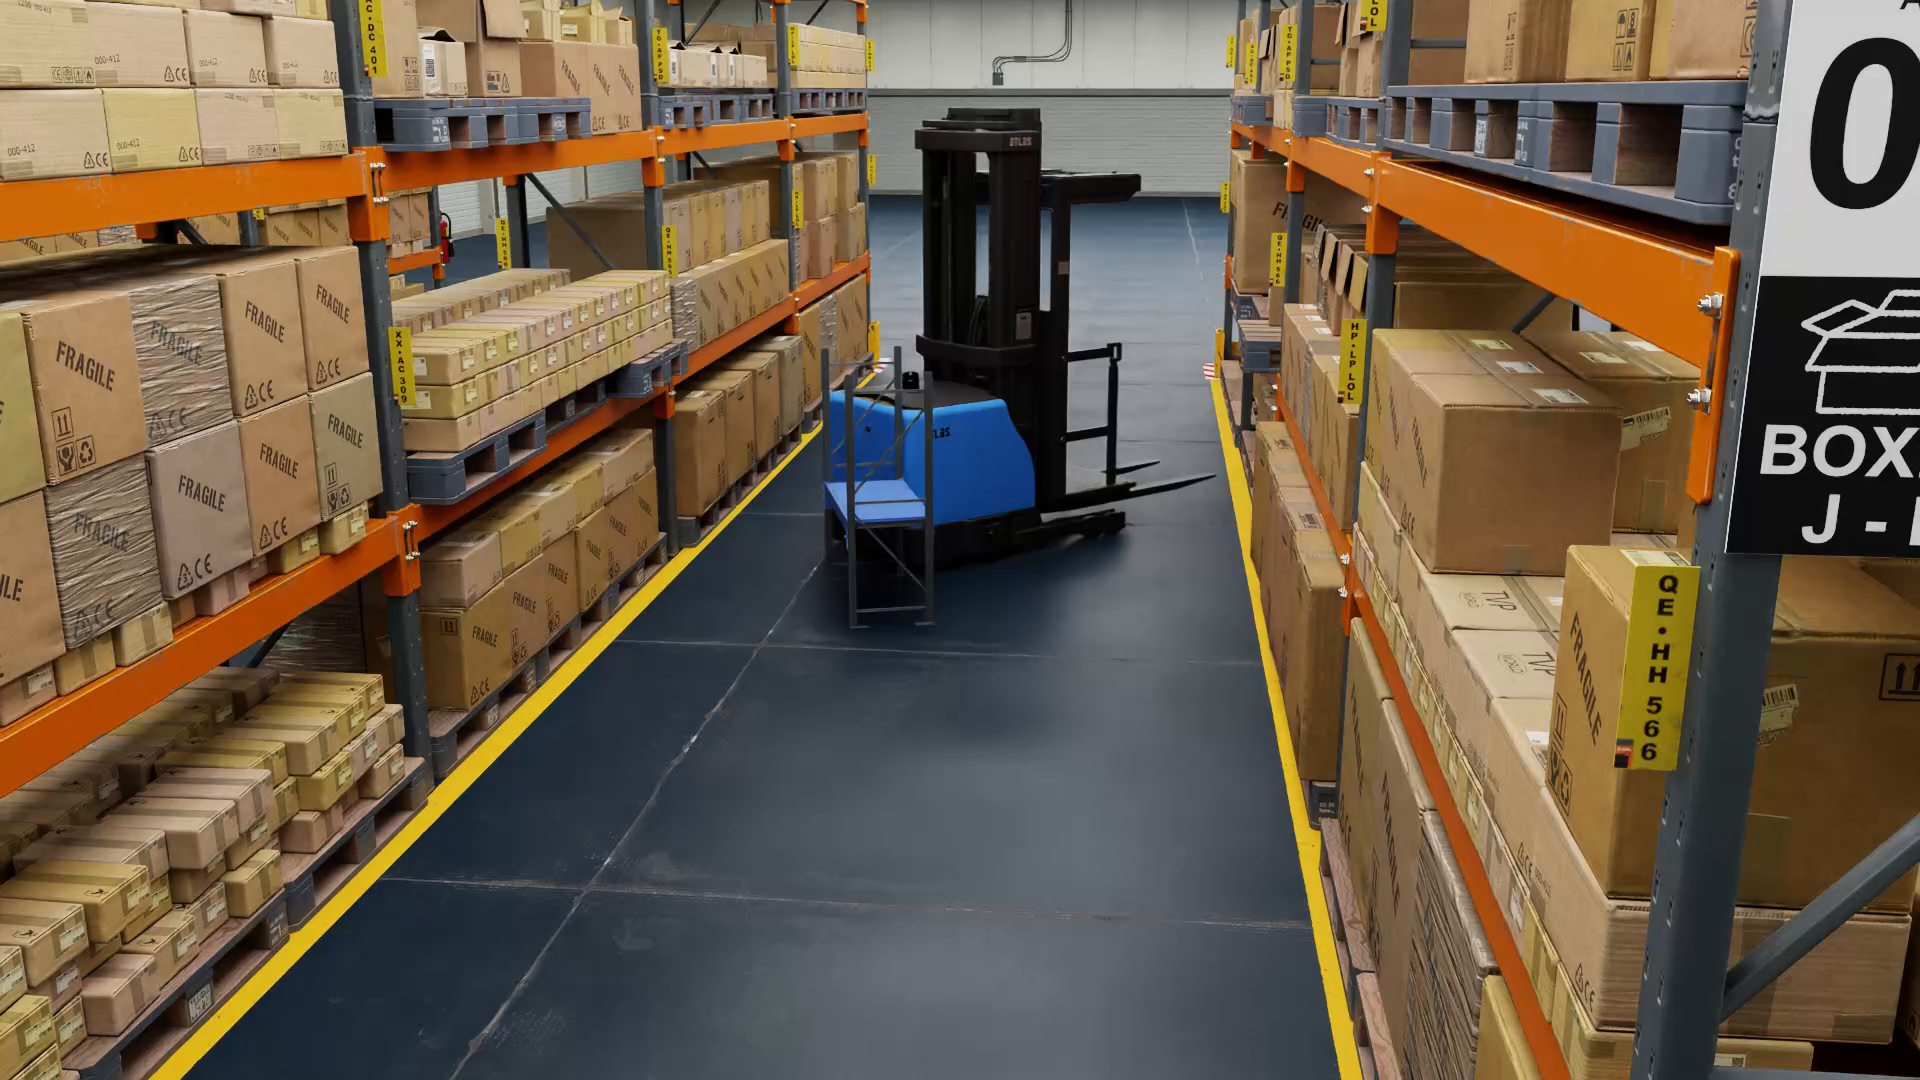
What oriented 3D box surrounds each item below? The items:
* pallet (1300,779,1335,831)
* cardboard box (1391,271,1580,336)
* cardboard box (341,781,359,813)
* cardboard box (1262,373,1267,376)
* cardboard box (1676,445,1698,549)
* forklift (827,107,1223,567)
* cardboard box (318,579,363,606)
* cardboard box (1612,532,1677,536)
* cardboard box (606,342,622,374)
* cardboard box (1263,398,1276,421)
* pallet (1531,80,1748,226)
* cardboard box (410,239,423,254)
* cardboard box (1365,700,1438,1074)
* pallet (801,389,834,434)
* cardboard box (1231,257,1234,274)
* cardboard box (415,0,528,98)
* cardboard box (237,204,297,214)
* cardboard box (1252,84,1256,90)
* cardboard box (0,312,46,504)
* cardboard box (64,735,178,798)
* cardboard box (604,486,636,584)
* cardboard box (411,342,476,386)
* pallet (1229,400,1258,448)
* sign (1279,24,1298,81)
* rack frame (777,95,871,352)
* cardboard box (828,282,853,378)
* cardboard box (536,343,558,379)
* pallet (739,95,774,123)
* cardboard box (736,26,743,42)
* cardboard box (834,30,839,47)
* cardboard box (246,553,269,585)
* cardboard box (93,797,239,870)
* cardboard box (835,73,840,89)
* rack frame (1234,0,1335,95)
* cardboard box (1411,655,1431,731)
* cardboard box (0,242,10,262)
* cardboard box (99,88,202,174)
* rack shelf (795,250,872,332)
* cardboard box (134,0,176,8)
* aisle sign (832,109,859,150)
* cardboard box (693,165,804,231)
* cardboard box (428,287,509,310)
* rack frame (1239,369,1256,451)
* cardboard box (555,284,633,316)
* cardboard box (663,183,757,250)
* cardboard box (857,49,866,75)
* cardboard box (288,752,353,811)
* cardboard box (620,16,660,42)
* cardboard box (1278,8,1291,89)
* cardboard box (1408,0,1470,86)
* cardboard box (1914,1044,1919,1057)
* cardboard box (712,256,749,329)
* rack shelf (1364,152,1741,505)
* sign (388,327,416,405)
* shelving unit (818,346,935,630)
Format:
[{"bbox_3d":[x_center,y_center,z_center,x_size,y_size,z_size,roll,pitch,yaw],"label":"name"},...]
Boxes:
[{"bbox_3d":[2.059,0.995,7.577,1.003,0.211,1.213,2,15,6],"label":"pallet"},{"bbox_3d":[2.111,-0.847,6.934,0.797,0.503,0.637,1,15,5],"label":"cardboard box"},{"bbox_3d":[-2.688,1.029,6.766,0.380,0.149,0.250,2,15,8],"label":"cardboard box"},{"bbox_3d":[3.091,-1.471,15.339,0.500,0.500,0.500,7,17,24],"label":"cardboard box"},{"bbox_3d":[2.027,0.075,3.919,0.500,0.500,0.500,1,15,5],"label":"cardboard box"},{"bbox_3d":[0.567,-1.517,11.657,3.031,2.935,1.130,-11,18,-34],"label":"forklift"},{"bbox_3d":[-3.037,0.120,8.018,0.500,0.250,0.500,1,15,5],"label":"cardboard box"},{"bbox_3d":[2.202,0.037,5.497,0.500,0.250,0.500,2,15,8],"label":"cardboard box"},{"bbox_3d":[-2.137,-1.033,9.412,0.380,0.149,0.250,1,15,4],"label":"cardboard box"},{"bbox_3d":[2.724,-0.802,12.828,0.700,0.500,0.500,0,15,1],"label":"cardboard box"},{"bbox_3d":[1.669,-0.709,2.961,1.003,0.211,1.213,2,15,6],"label":"pallet"},{"bbox_3d":[-6.194,-3.259,18.450,0.380,0.149,0.250,2,15,6],"label":"cardboard box"},{"bbox_3d":[1.791,1.077,5.200,0.875,0.875,0.875,2,15,6],"label":"cardboard box"},{"bbox_3d":[-1.804,-1.245,15.860,1.003,0.211,1.213,2,15,6],"label":"pallet"},{"bbox_3d":[2.866,-2.686,16.332,0.380,0.149,0.250,2,15,6],"label":"cardboard box"},{"bbox_3d":[-2.565,-2.418,8.110,0.797,0.503,0.637,1,15,6],"label":"cardboard box"},{"bbox_3d":[-6.632,-3.298,15.434,0.700,0.500,0.500,2,15,6],"label":"cardboard box"},{"bbox_3d":[2.762,-4.018,14.554,0.380,0.149,0.250,1,15,3],"label":"cardboard box"},{"bbox_3d":[-2.876,-0.332,4.466,0.500,0.500,0.500,1,15,5],"label":"cardboard box"},{"bbox_3d":[-3.191,0.854,6.276,0.380,0.149,0.250,1,15,5],"label":"cardboard box"},{"bbox_3d":[-2.296,-0.041,10.053,0.500,0.500,0.500,2,15,9],"label":"cardboard box"},{"bbox_3d":[-2.369,-0.778,7.330,0.380,0.149,0.250,2,15,9],"label":"cardboard box"},{"bbox_3d":[2.990,-1.053,15.150,1.003,0.211,1.213,2,15,6],"label":"pallet"},{"bbox_3d":[1.959,-2.900,9.904,0.100,0.325,0.005,2,15,6],"label":"sign"},{"bbox_3d":[-1.516,-3.433,18.612,1.000,3.000,0.127,2,15,6],"label":"rack frame"},{"bbox_3d":[-1.624,-2.204,17.333,0.875,0.875,0.875,1,15,5],"label":"cardboard box"},{"bbox_3d":[-2.256,-0.906,8.374,0.380,0.149,0.250,2,15,9],"label":"cardboard box"},{"bbox_3d":[-2.022,-3.512,13.524,0.805,0.209,1.217,1,15,4],"label":"pallet"},{"bbox_3d":[-2.185,-4.593,15.113,0.380,0.149,0.250,2,15,6],"label":"cardboard box"},{"bbox_3d":[-1.389,-4.903,16.258,0.380,0.149,0.250,2,15,7],"label":"cardboard box"},{"bbox_3d":[-2.777,0.084,6.087,0.380,0.149,0.250,1,15,5],"label":"cardboard box"},{"bbox_3d":[-2.726,1.006,5.713,0.380,0.149,0.250,1,15,4],"label":"cardboard box"},{"bbox_3d":[-1.389,-4.519,16.367,0.380,0.149,0.250,2,15,7],"label":"cardboard box"},{"bbox_3d":[3.401,-6.157,17.192,1.000,3.000,0.127,2,15,6],"label":"rack frame"},{"bbox_3d":[1.509,0.444,4.755,0.380,0.149,0.250,1,15,5],"label":"cardboard box"},{"bbox_3d":[-7.068,-1.982,11.681,0.500,0.500,0.500,1,15,5],"label":"cardboard box"},{"bbox_3d":[-2.782,-1.300,5.265,0.500,0.250,0.500,2,15,6],"label":"cardboard box"},{"bbox_3d":[-1.742,-2.567,16.788,1.077,0.370,4.000,2,15,6],"label":"rack shelf"},{"bbox_3d":[-2.743,-1.770,5.282,0.380,0.149,0.250,1,15,4],"label":"cardboard box"},{"bbox_3d":[-1.210,-4.698,18.308,0.394,0.787,0.004,2,15,6],"label":"aisle sign"},{"bbox_3d":[-1.892,-3.084,14.965,0.875,0.550,0.550,2,15,6],"label":"cardboard box"},{"bbox_3d":[-2.782,-1.341,9.410,0.380,0.149,0.250,2,15,9],"label":"cardboard box"},{"bbox_3d":[2.949,-2.223,14.138,1.000,3.000,0.127,2,15,6],"label":"rack frame"},{"bbox_3d":[-2.105,-1.384,9.571,0.380,0.149,0.250,2,15,8],"label":"cardboard box"},{"bbox_3d":[-2.074,-2.664,13.661,0.700,0.500,0.500,1,15,5],"label":"cardboard box"},{"bbox_3d":[-1.294,-5.068,17.633,0.500,0.250,0.500,2,15,7],"label":"cardboard box"},{"bbox_3d":[-2.621,0.941,6.524,0.380,0.149,0.250,1,15,4],"label":"cardboard box"},{"bbox_3d":[-2.501,-3.565,12.164,0.500,0.500,0.500,2,15,6],"label":"cardboard box"},{"bbox_3d":[2.350,-3.188,10.809,0.500,0.500,0.500,2,15,6],"label":"cardboard box"},{"bbox_3d":[2.102,-1.998,6.563,0.700,0.500,0.500,2,15,8],"label":"cardboard box"},{"bbox_3d":[1.963,0.928,2.965,0.380,0.149,0.250,2,15,7],"label":"cardboard box"},{"bbox_3d":[-1.930,-1.907,12.776,0.500,0.500,0.500,2,15,6],"label":"cardboard box"},{"bbox_3d":[1.821,-0.731,4.249,1.077,0.370,4.000,2,15,6],"label":"rack shelf"},{"bbox_3d":[-2.330,-0.725,6.937,0.100,0.325,0.005,2,15,6],"label":"sign"},{"bbox_3d":[-0.518,-0.347,10.071,0.538,1.500,1.048,-3,16,-13],"label":"shelving unit"}]
